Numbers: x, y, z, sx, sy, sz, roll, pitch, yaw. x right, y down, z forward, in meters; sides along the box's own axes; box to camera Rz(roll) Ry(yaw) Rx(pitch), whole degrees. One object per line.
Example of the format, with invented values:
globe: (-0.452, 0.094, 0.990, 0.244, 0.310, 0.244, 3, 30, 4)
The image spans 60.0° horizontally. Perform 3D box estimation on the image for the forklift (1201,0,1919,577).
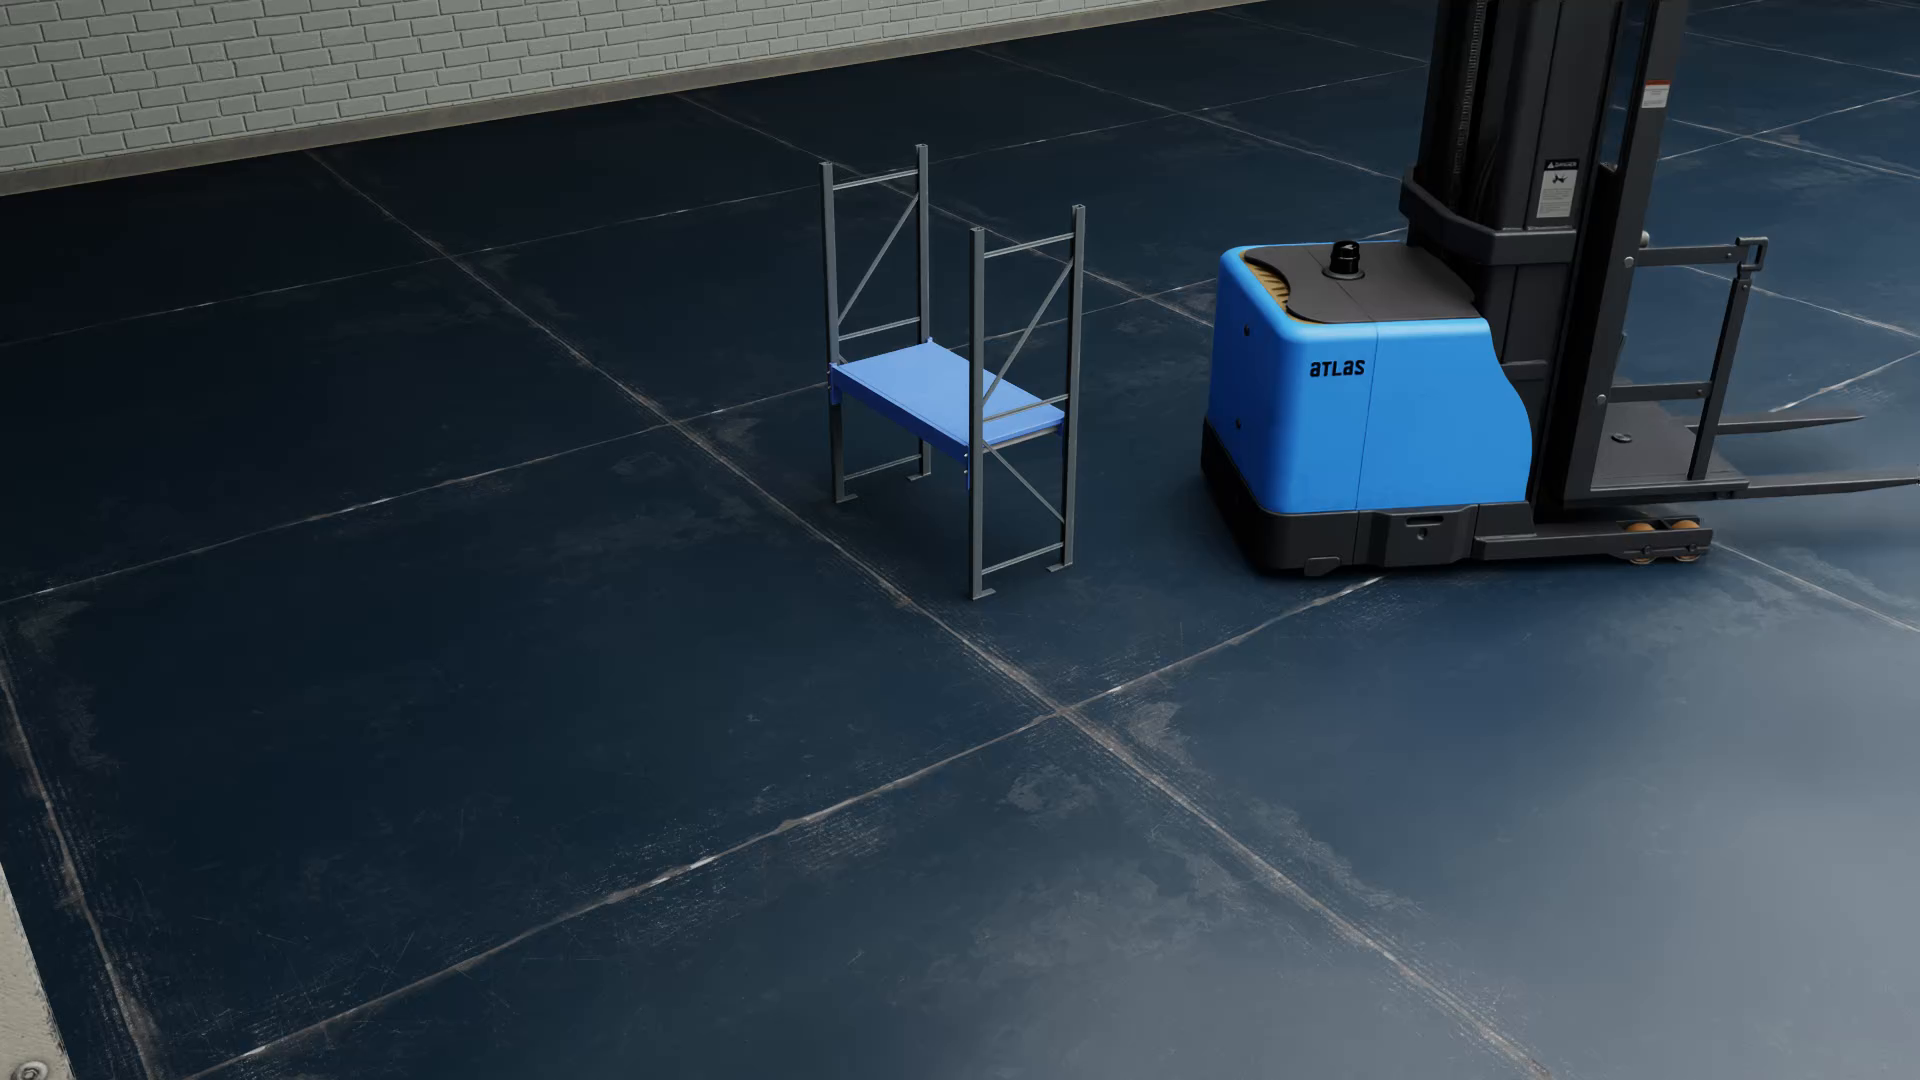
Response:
forklift: (2.629, -1.436, 6.540, 3.031, 2.935, 1.130, -3, 29, -6)

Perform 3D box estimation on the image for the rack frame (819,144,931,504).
rack frame: (-0.344, -0.890, 7.034, 0.500, 1.500, 0.032, -19, 34, -31)

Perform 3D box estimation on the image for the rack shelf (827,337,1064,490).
rack shelf: (-0.049, -0.534, 6.756, 0.538, 0.185, 1.000, -19, 34, -31)

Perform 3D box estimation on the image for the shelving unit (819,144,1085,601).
shelving unit: (-0.049, -0.692, 6.670, 0.538, 1.500, 1.048, -19, 34, -31)

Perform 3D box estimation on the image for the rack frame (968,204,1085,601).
rack frame: (0.245, -0.495, 6.306, 0.500, 1.500, 0.032, -19, 34, -31)

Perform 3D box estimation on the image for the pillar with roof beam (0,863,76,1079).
pillar with roof beam: (1.161, -3.622, 4.207, 9.100, 9.000, 0.400, -19, 34, -31)
